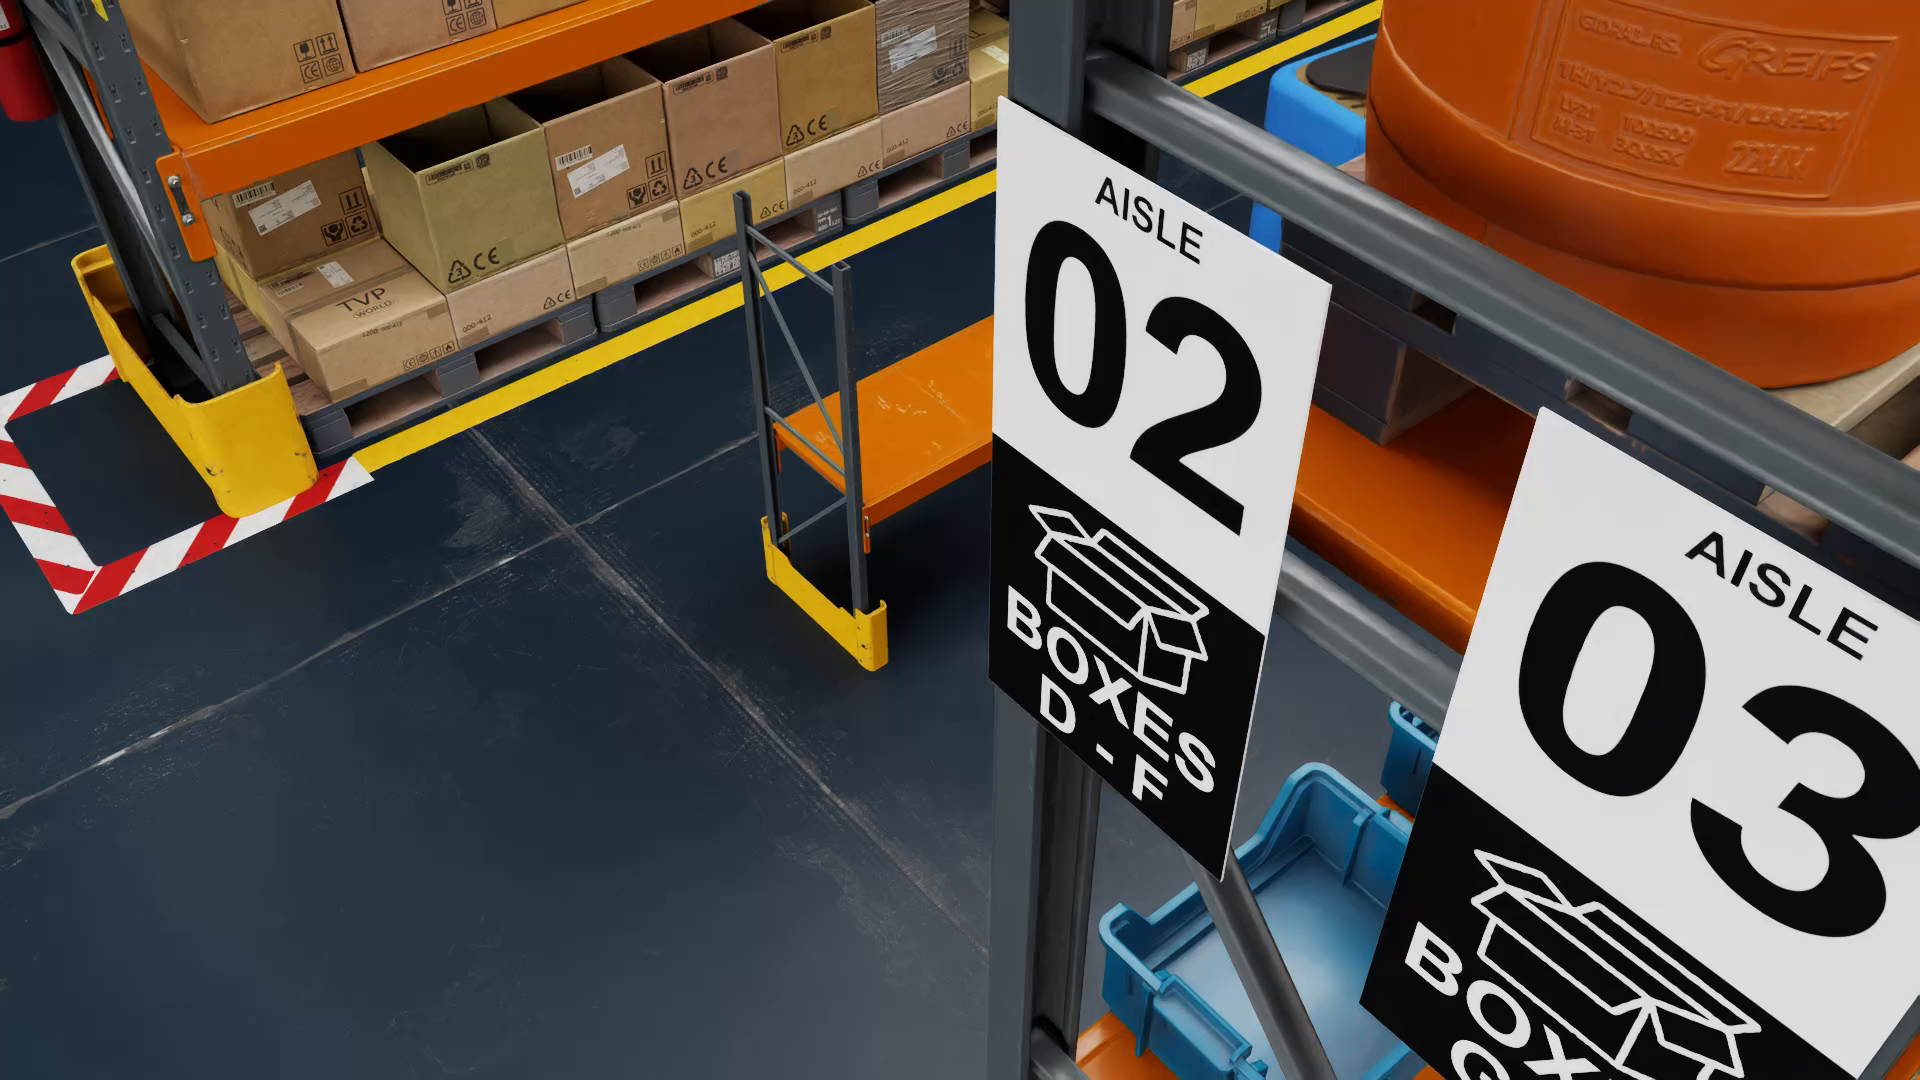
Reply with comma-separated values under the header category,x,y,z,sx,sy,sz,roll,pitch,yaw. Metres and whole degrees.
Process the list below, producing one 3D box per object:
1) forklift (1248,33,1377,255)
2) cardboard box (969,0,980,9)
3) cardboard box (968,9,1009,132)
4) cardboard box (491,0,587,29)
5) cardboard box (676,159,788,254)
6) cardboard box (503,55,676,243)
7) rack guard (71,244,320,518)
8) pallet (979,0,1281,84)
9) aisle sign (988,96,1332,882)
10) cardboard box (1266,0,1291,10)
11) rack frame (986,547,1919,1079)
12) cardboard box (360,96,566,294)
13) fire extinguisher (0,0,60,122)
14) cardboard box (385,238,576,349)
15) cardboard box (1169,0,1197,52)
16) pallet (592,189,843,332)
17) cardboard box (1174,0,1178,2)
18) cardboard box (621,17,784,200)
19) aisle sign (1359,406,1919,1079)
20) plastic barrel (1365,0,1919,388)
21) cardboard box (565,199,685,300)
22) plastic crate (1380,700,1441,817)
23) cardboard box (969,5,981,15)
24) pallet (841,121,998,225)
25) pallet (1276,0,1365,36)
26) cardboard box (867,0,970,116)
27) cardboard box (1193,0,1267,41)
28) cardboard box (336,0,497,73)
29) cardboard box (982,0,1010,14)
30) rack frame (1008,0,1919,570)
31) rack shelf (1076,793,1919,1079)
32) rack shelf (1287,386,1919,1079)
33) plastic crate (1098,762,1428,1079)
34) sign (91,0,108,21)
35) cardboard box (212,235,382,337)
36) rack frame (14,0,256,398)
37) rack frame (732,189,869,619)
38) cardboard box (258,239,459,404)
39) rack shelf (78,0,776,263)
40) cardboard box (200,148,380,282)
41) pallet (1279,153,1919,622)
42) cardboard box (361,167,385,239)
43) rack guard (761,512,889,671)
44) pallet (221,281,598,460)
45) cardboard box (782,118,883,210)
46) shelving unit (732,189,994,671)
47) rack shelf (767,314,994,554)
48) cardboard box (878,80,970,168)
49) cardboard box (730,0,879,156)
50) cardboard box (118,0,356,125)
category,x,y,z,sx,sy,sz,roll,pitch,yaw
forklift,2.614,-2.269,6.025,3.031,2.935,1.130,-25,49,-24
cardboard box,-0.255,-2.687,7.573,0.500,0.500,0.500,-30,51,-28
cardboard box,0.086,-2.134,7.533,0.500,0.250,0.500,-30,51,-28
cardboard box,-1.616,-2.228,5.858,0.500,0.500,0.700,-29,51,-28
cardboard box,-1.061,-1.472,6.828,0.500,0.250,0.500,-30,51,-28
cardboard box,-1.455,-1.535,6.347,0.500,0.500,0.500,-30,51,-28
rack guard,-2.785,-0.623,6.048,0.348,0.500,1.175,-30,51,-28
pallet,0.841,-2.629,8.395,1.213,0.211,1.003,-30,51,-28
aisle sign,0.162,-0.014,1.675,0.004,0.787,0.394,-30,51,-28
cardboard box,1.558,-2.952,8.404,0.500,0.250,0.500,-31,52,-29
rack frame,0.408,1.058,2.432,0.127,3.000,1.000,-30,51,-28
cardboard box,-1.831,-1.308,6.106,0.500,0.500,0.500,-30,51,-28
fire extinguisher,-3.156,-1.709,5.435,0.183,0.674,0.296,-30,51,-28
cardboard box,-1.832,-1.036,6.364,0.500,0.250,0.500,-30,51,-28
cardboard box,0.770,-2.499,7.922,0.500,0.250,0.500,-31,51,-29
pallet,-1.272,-1.419,7.107,1.213,0.211,1.003,-30,51,-28
cardboard box,0.778,-2.708,7.734,0.500,0.311,0.500,-30,51,-28
cardboard box,-1.061,-1.745,6.571,0.500,0.500,0.500,-30,51,-28
aisle sign,0.541,0.296,1.345,0.004,0.787,0.394,-30,51,-28
plastic barrel,0.699,-0.625,1.413,0.708,0.830,0.600,-30,51,-28
cardboard box,-1.448,-1.255,6.597,0.500,0.250,0.500,-30,51,-28
plastic crate,1.102,0.453,3.185,0.408,0.251,0.499,-30,51,-28
cardboard box,-0.249,-2.408,7.825,0.500,0.250,0.500,-30,51,-28
pallet,-0.336,-1.958,7.680,1.213,0.211,1.003,-30,51,-28
pallet,1.778,-3.168,8.969,1.213,0.211,1.003,-30,51,-28
cardboard box,-0.305,-2.194,7.049,0.500,0.500,0.500,-30,51,-28
cardboard box,1.163,-2.723,8.160,0.500,0.250,0.500,-29,50,-27
cardboard box,-2.001,-2.013,5.629,0.500,0.500,0.700,-28,50,-27
cardboard box,0.433,-2.787,8.228,0.500,0.250,0.500,-30,51,-28
rack frame,0.408,-1.129,0.379,0.127,3.000,1.000,-30,51,-28
rack shelf,1.942,0.442,3.614,4.000,0.370,1.077,-30,51,-28
rack shelf,1.942,-0.652,2.587,4.000,0.370,1.077,-30,51,-28
plastic crate,0.600,0.735,2.885,0.616,0.251,0.499,-30,51,-28
sign,-2.415,-1.595,4.567,0.005,0.325,0.100,-30,51,-28
cardboard box,-2.545,-1.086,6.417,0.500,0.250,0.500,-30,51,-28
rack frame,-2.767,-1.545,5.204,0.127,3.000,1.000,-30,51,-28
rack frame,-0.455,-0.286,4.959,0.032,1.500,0.500,-30,51,-28
cardboard box,-2.213,-0.814,6.128,0.500,0.250,0.500,-30,51,-28
rack shelf,-1.233,-2.161,6.385,4.000,0.370,1.077,-30,51,-28
cardboard box,-2.547,-1.361,6.162,0.500,0.500,0.500,-30,51,-28
pallet,1.106,-0.279,1.802,1.213,0.211,1.003,-30,51,-28
cardboard box,-2.169,-1.312,6.658,0.500,0.250,0.500,-30,51,-28
rack guard,-0.440,0.161,5.396,0.087,0.250,0.587,-30,51,-28
pallet,-2.207,-0.886,6.539,1.213,0.211,1.003,-30,51,-28
cardboard box,-0.678,-1.692,7.062,0.500,0.250,0.500,-30,51,-28
shelving unit,-0.058,-0.513,5.201,1.083,1.500,0.587,-30,51,-28
rack shelf,-0.065,-0.378,5.320,1.000,0.185,0.538,-30,51,-28
cardboard box,-0.304,-1.920,7.305,0.500,0.250,0.500,-30,51,-28
cardboard box,-0.686,-1.972,6.813,0.500,0.500,0.500,-30,51,-28
cardboard box,-2.401,-1.780,5.381,0.500,0.500,0.700,-30,51,-28
